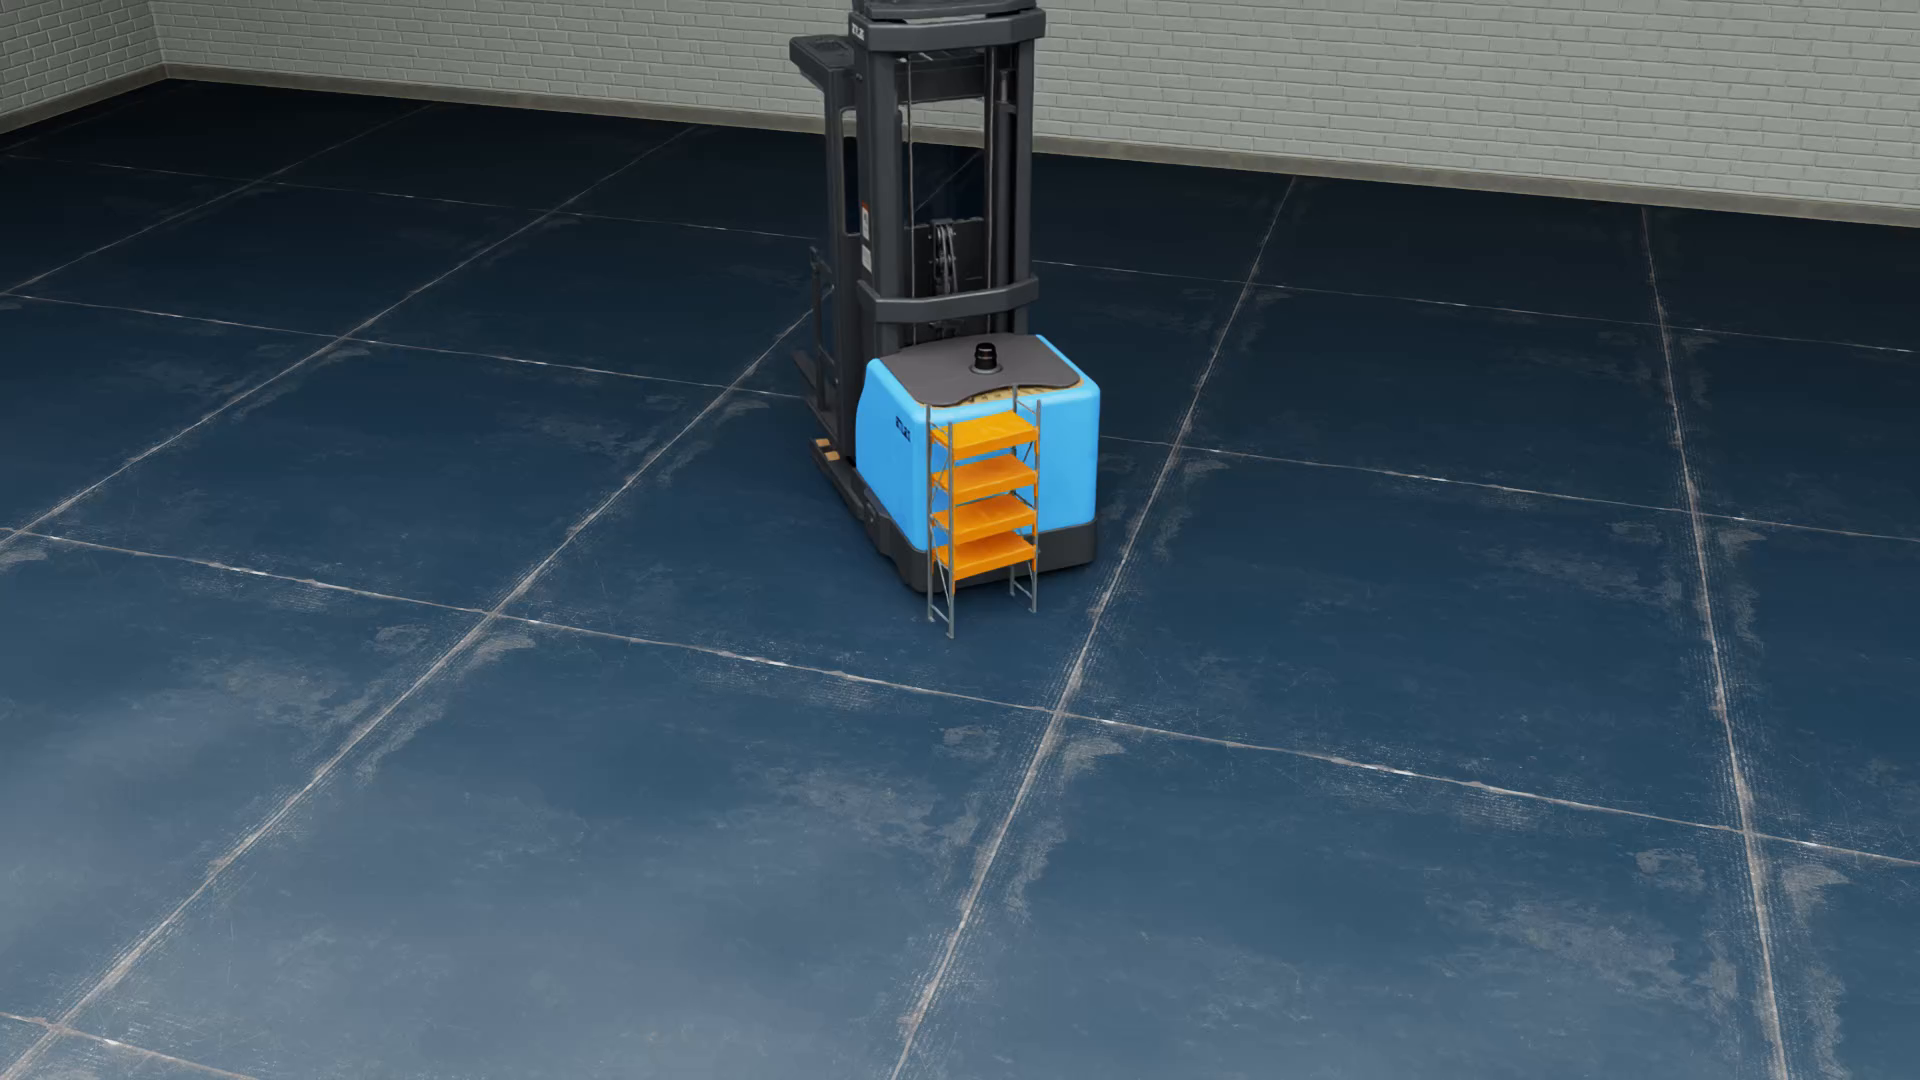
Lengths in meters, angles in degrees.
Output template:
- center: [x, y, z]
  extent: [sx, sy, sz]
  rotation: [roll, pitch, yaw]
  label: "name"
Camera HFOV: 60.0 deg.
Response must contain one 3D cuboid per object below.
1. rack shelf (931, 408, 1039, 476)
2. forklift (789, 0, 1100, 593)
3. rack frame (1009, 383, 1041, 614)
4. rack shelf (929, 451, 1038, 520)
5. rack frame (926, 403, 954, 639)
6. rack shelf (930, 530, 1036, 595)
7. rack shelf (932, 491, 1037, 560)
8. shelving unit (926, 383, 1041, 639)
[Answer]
- center: [0.114, -0.480, 8.070]
  extent: [0.480, 0.148, 0.258]
  rotation: [-16, 33, -26]
  label: "rack shelf"
- center: [-0.267, -1.707, 9.303]
  extent: [1.130, 2.935, 3.031]
  rotation: [-11, 31, -18]
  label: "forklift"
- center: [0.326, -0.195, 8.367]
  extent: [0.015, 1.200, 0.240]
  rotation: [-16, 33, -26]
  label: "rack frame"
- center: [0.114, -0.273, 8.185]
  extent: [0.480, 0.148, 0.258]
  rotation: [-16, 33, -26]
  label: "rack shelf"
- center: [-0.098, -0.077, 8.155]
  extent: [0.015, 1.200, 0.240]
  rotation: [-16, 33, -26]
  label: "rack frame"
- center: [0.114, 0.096, 8.390]
  extent: [0.480, 0.148, 0.258]
  rotation: [-16, 33, -26]
  label: "rack shelf"
- center: [0.114, -0.078, 8.294]
  extent: [0.480, 0.148, 0.258]
  rotation: [-16, 33, -26]
  label: "rack shelf"
- center: [0.114, -0.136, 8.261]
  extent: [0.503, 1.200, 0.258]
  rotation: [-16, 33, -26]
  label: "shelving unit"
